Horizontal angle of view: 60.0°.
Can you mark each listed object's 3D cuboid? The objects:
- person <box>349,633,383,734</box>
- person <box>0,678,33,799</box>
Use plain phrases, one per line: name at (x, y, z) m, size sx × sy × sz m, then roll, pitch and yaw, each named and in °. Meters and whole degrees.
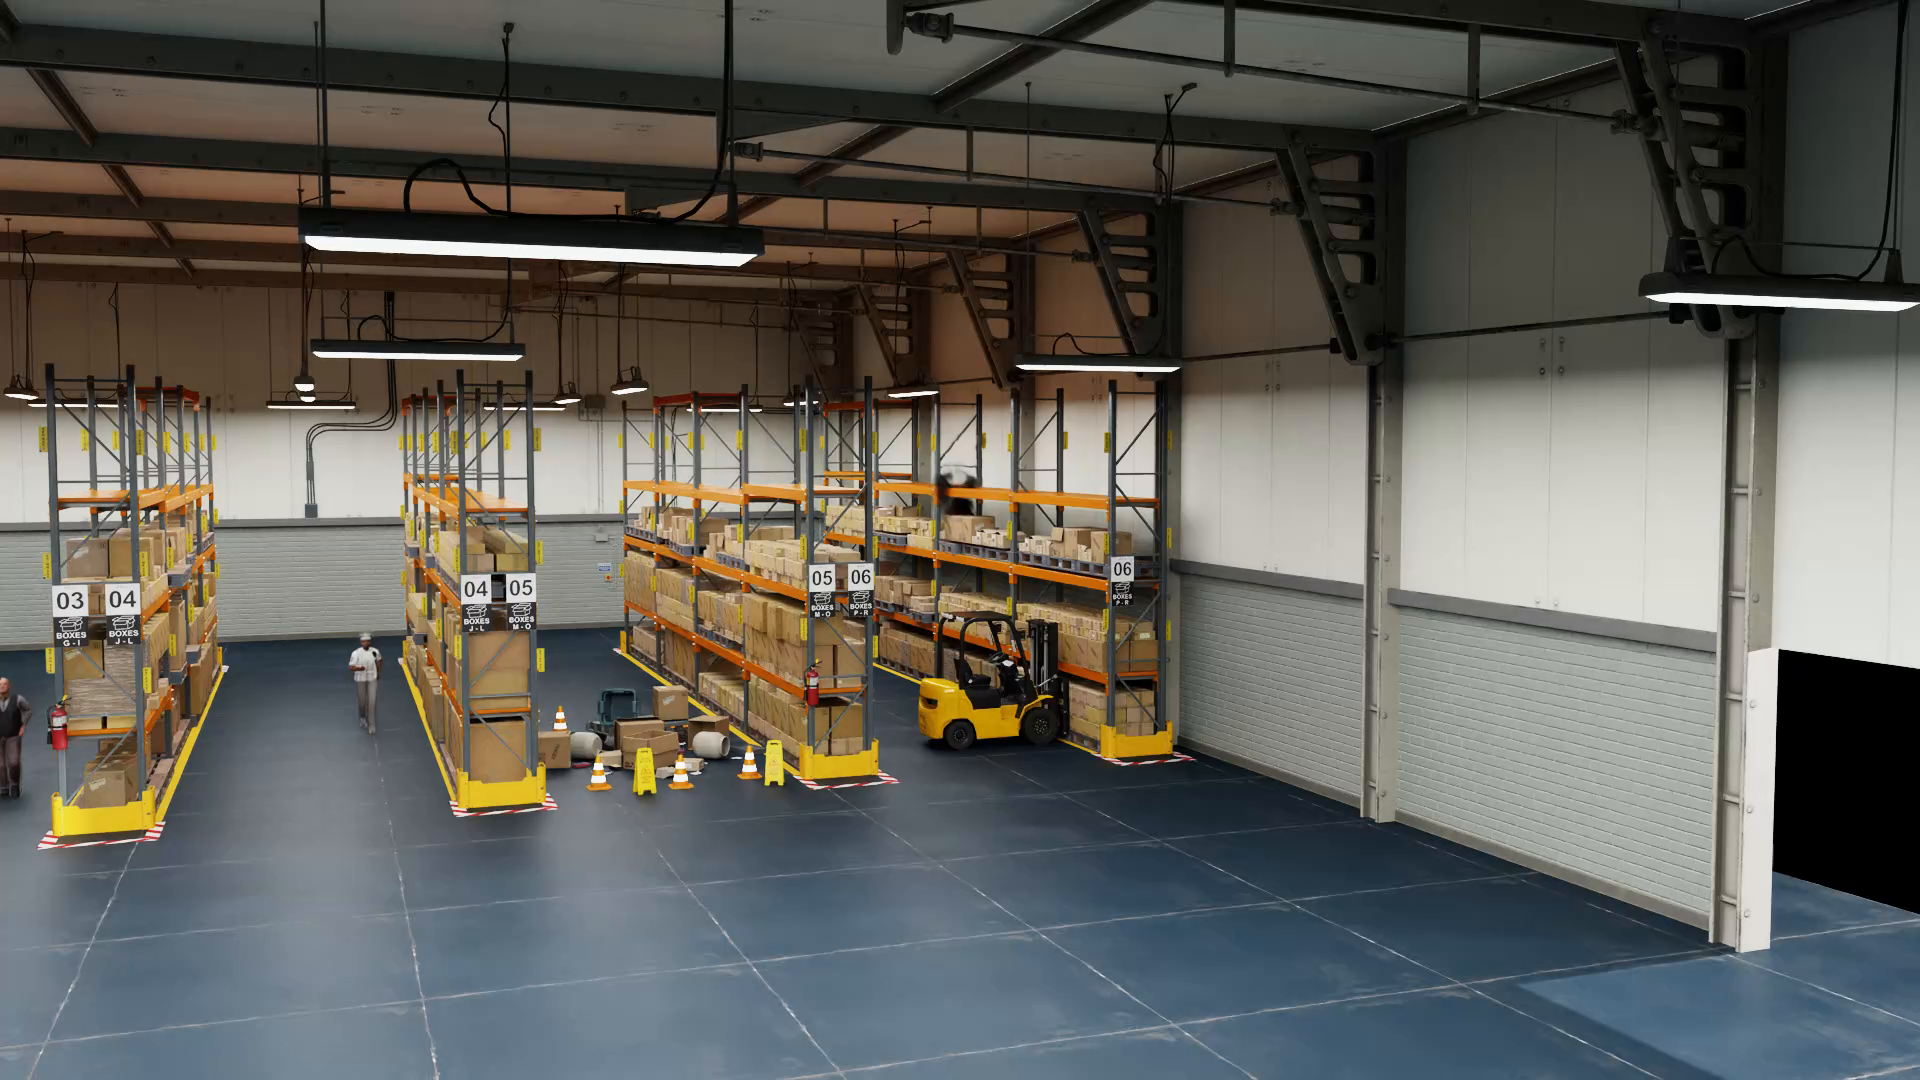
person at (-10.269, 2.446, 28.784) m, size 0.581 × 1.699 × 0.876 m, roll -2°, pitch 4°, yaw -25°
person at (-13.366, 2.790, 23.285) m, size 0.642 × 1.717 × 0.647 m, roll -1°, pitch 4°, yaw -24°
